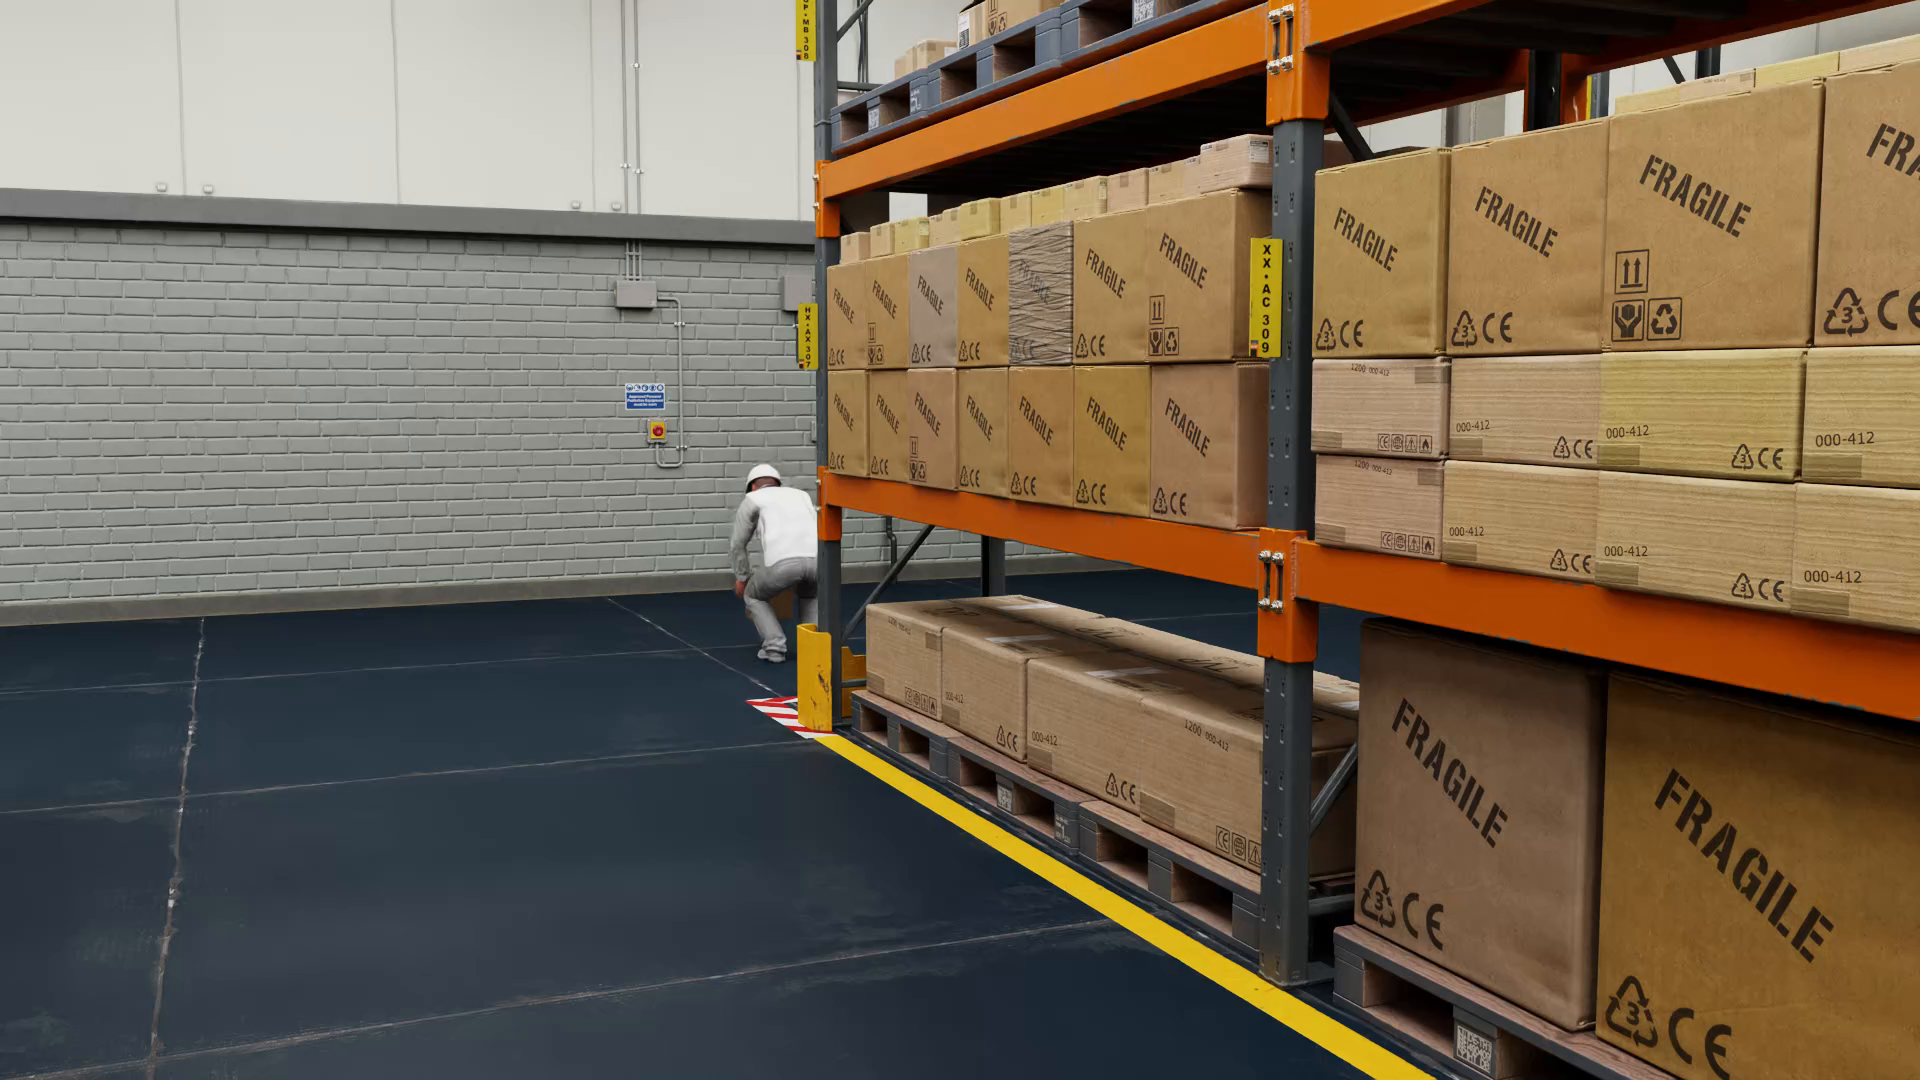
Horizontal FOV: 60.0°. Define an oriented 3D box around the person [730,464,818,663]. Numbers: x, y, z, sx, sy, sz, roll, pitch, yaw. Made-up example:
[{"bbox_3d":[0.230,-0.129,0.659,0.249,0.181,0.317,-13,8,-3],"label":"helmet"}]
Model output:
[{"bbox_3d":[-1.144,0.140,10.585,0.575,1.222,0.844,-2,6,-24],"label":"person"}]
